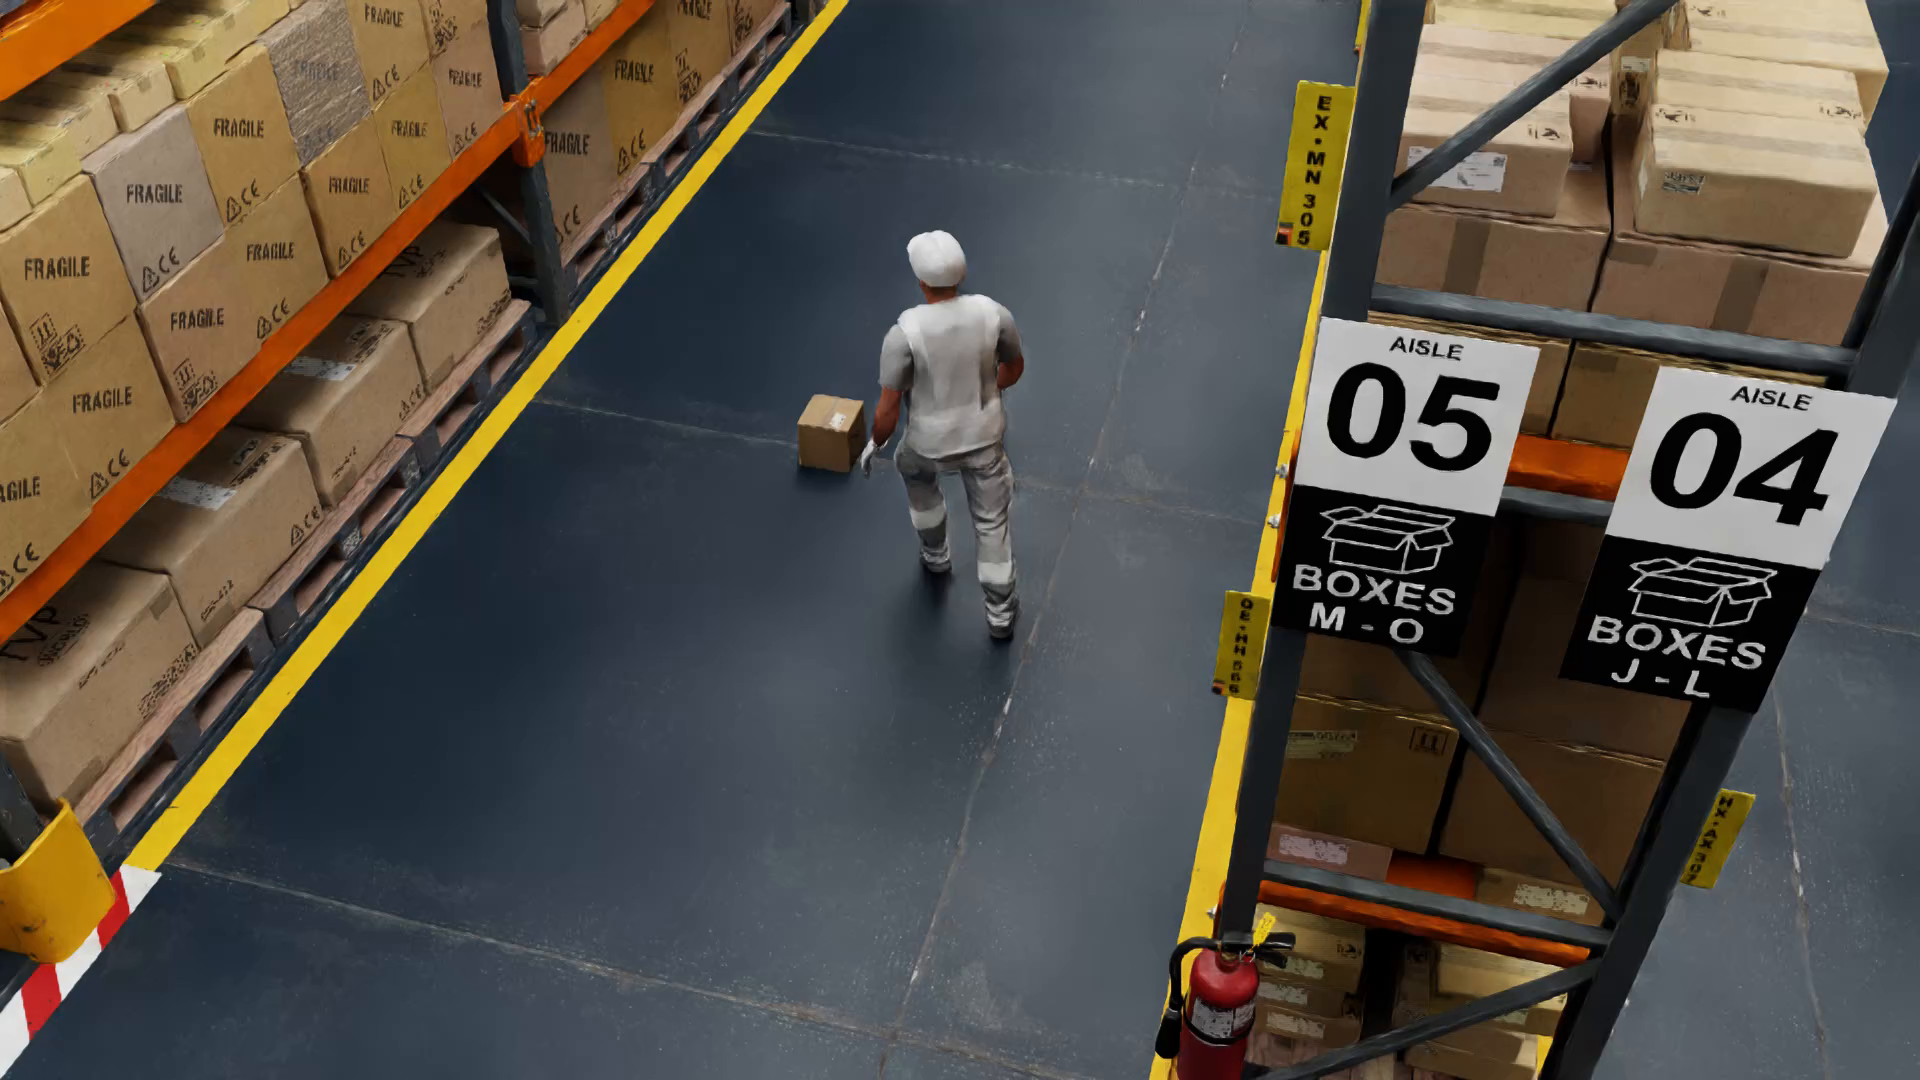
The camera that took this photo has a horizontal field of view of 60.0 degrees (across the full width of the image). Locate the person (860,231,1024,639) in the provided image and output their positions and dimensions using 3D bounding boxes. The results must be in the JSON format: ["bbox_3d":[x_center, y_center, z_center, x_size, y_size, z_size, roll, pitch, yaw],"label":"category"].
[{"bbox_3d":[-0.067,-0.411,6.651,0.686,1.791,0.691,-10,42,-12],"label":"person"}]
